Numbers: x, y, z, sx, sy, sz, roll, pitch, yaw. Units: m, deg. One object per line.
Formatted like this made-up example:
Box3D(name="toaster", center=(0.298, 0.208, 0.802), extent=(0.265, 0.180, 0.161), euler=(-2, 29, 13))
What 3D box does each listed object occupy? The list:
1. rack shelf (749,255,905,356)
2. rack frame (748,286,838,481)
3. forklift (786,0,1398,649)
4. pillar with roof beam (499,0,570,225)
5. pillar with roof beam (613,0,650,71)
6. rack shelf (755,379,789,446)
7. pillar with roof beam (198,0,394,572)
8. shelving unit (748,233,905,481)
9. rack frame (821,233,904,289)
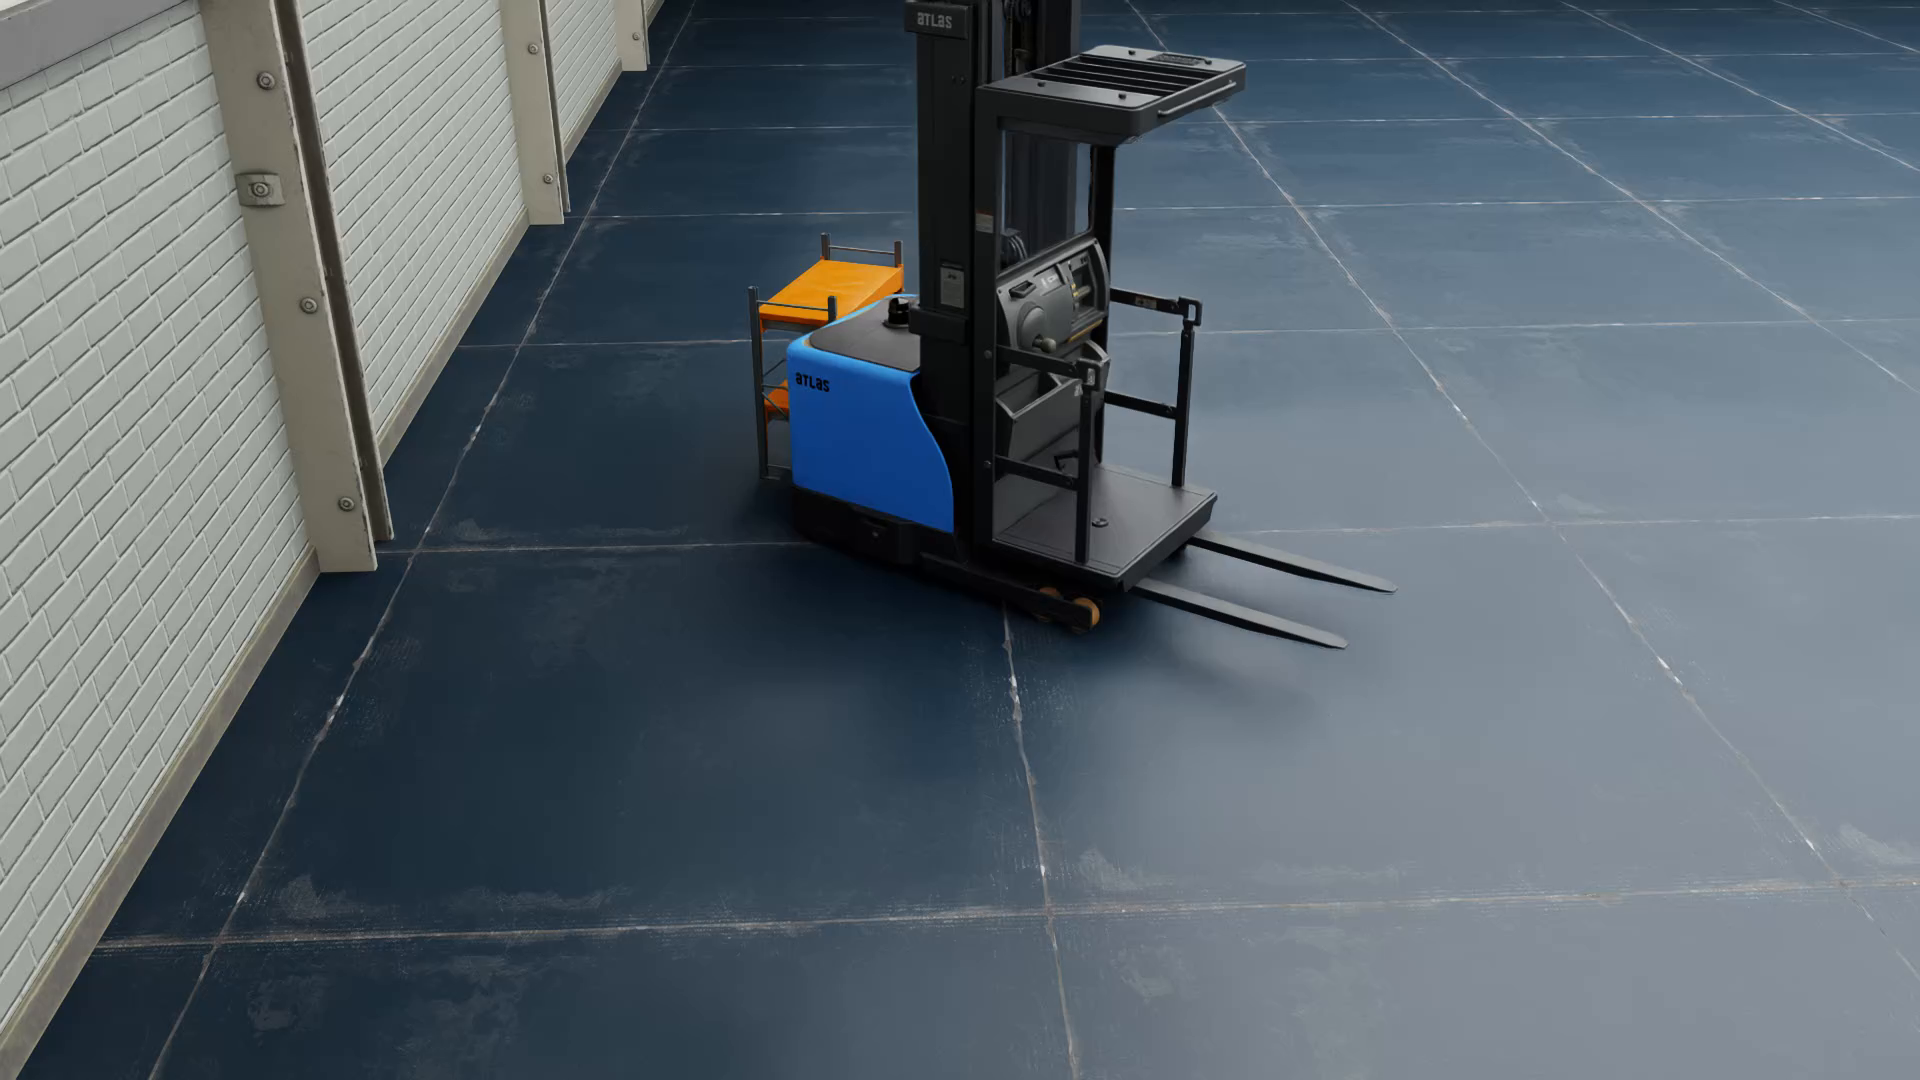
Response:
Box3D(name="rack shelf", center=(-0.732, -1.303, 9.399), extent=(0.538, 0.278, 1.000), euler=(9, 29, 16))
Box3D(name="rack frame", center=(-0.892, -0.820, 9.106), extent=(0.500, 1.125, 0.032), euler=(9, 29, 16))
Box3D(name="forklift", center=(0.620, -1.137, 7.761), extent=(3.031, 2.935, 1.130), euler=(17, 32, 29))
Box3D(name="pillar with roof beam", center=(0.849, -6.796, 12.049), extent=(9.100, 9.000, 0.400), euler=(-1, 28, -3))
Box3D(name="pillar with roof beam", center=(0.535, -9.567, 17.362), extent=(9.100, 9.000, 0.400), euler=(-1, 28, -3))
Box3D(name="rack shelf", center=(-0.732, -0.827, 9.647), extent=(0.538, 0.278, 1.000), euler=(9, 29, 16))
Box3D(name="pillar with roof beam", center=(1.162, -4.025, 6.737), extent=(9.100, 9.000, 0.400), euler=(-1, 28, -3))
Box3D(name="shelving unit", center=(-0.732, -1.043, 9.534), extent=(0.538, 1.125, 1.048), euler=(9, 29, 16))
Box3D(name="rack frame", center=(-0.572, -1.267, 9.962), extent=(0.500, 1.125, 0.032), euler=(9, 29, 16))
